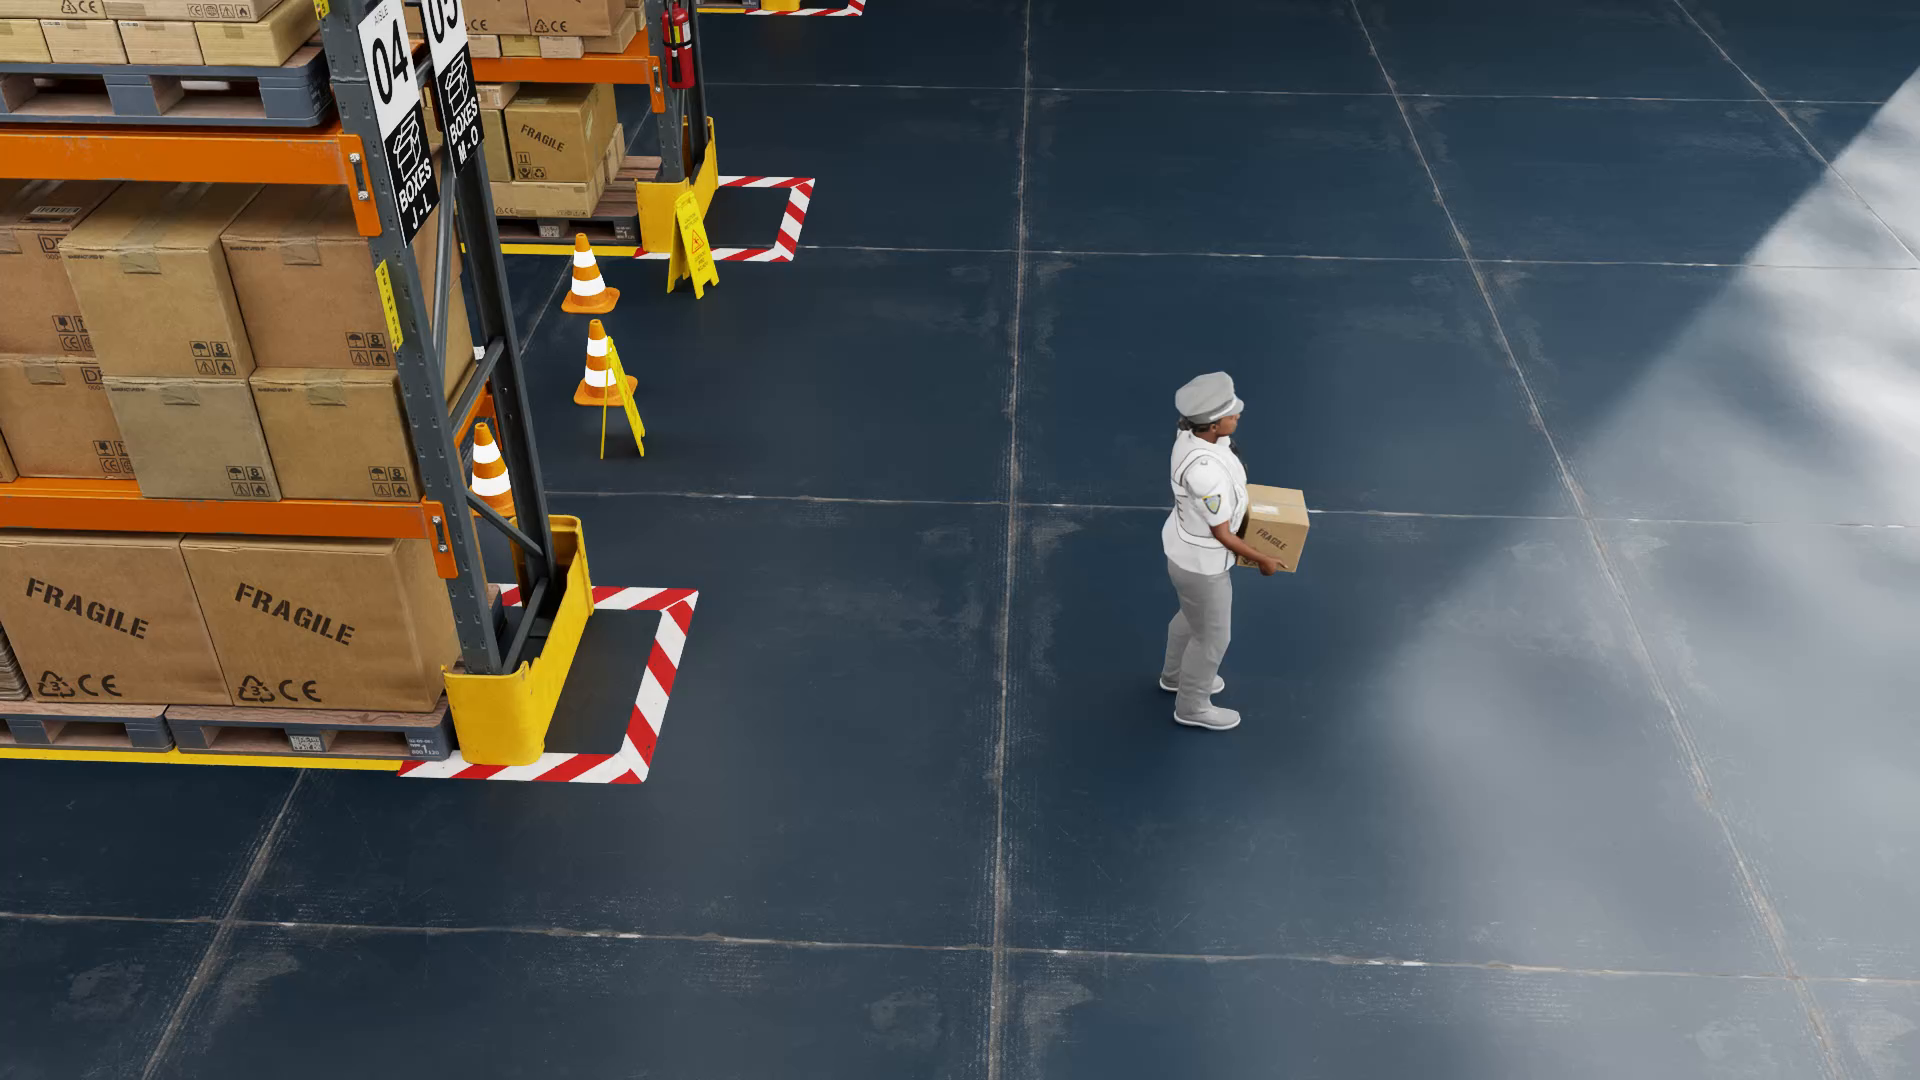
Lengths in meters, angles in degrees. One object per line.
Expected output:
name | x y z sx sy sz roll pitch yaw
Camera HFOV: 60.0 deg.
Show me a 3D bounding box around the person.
person | 1.105 0.063 7.009 0.510 1.692 0.448 1 36 2
